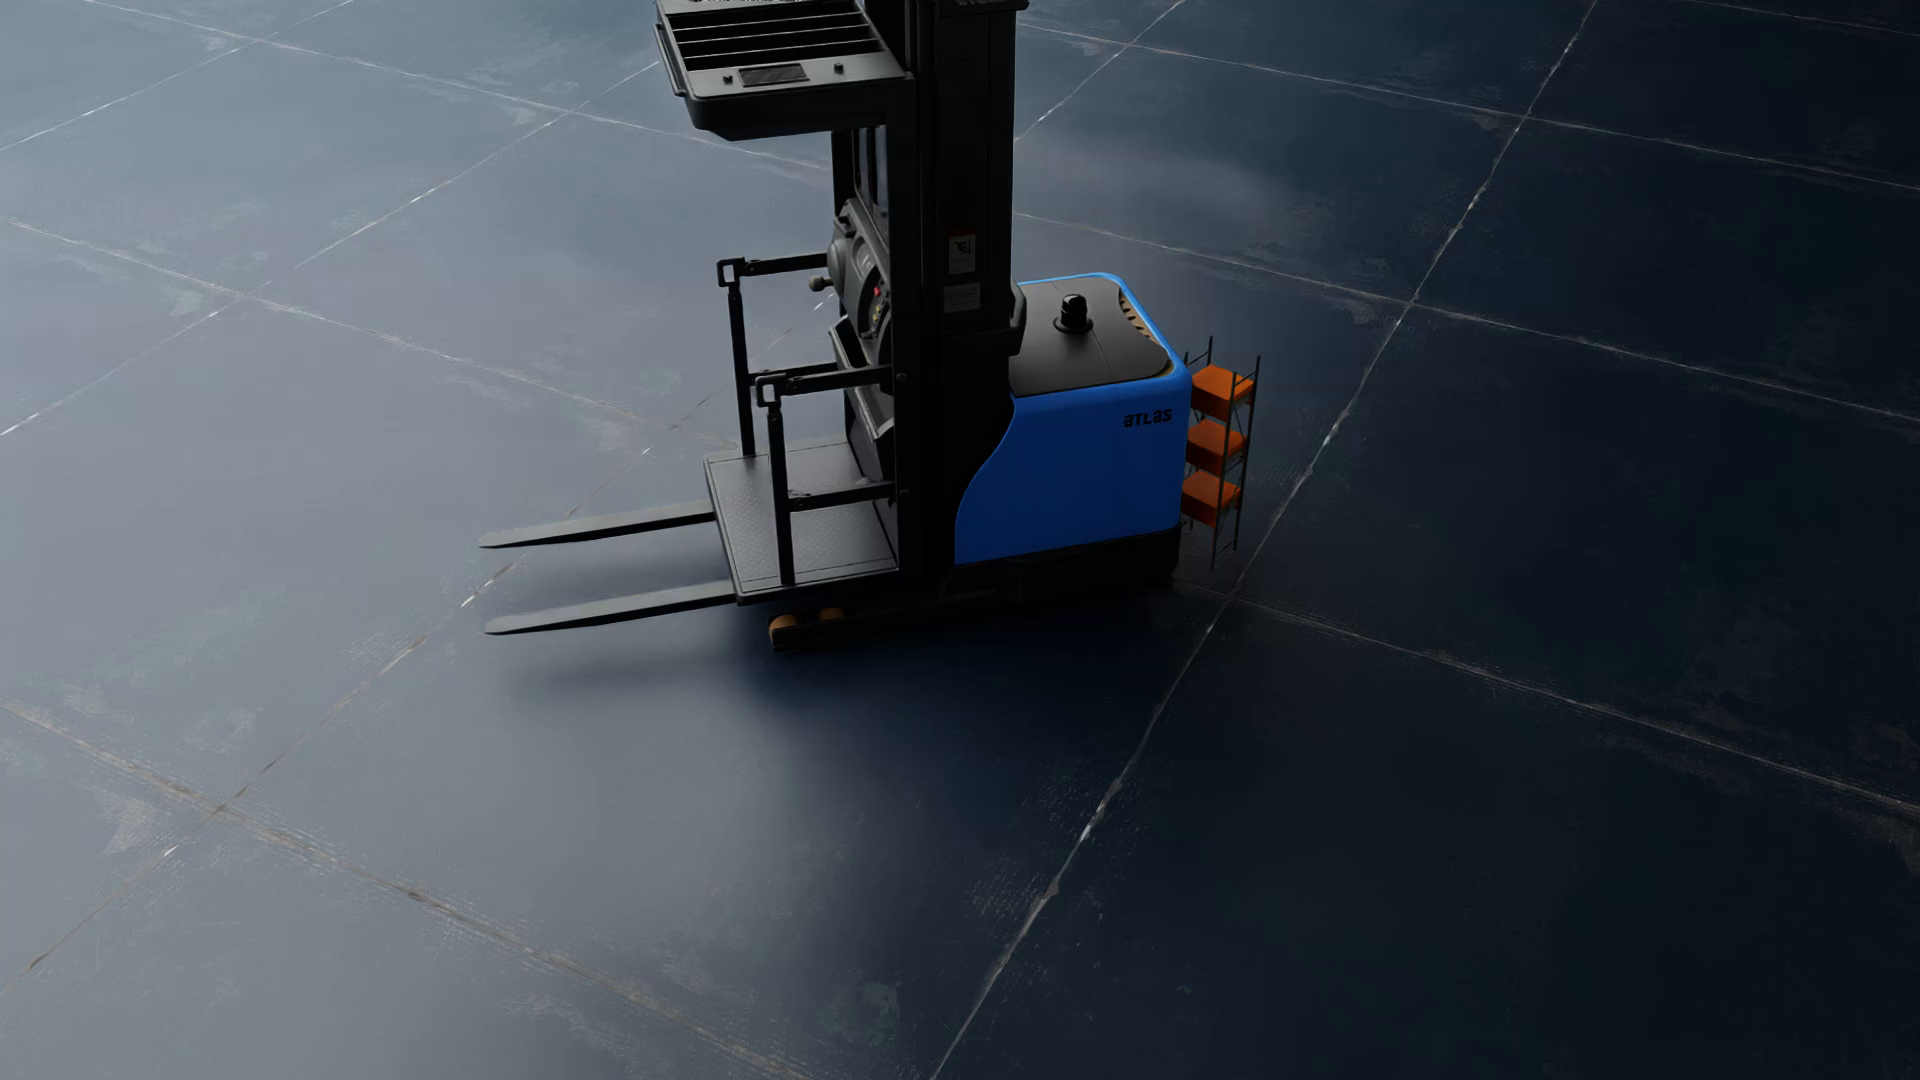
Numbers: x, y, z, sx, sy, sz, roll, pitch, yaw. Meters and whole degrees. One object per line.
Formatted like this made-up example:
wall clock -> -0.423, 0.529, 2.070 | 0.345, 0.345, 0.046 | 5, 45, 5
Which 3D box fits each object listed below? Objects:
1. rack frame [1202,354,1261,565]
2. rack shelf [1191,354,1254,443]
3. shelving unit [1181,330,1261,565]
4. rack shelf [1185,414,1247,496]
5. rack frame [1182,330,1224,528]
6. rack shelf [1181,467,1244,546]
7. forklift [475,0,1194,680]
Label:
rack frame -> 1.192, -0.336, 7.325 | 0.200, 1.050, 0.008 | -21, 42, -26
rack shelf -> 1.125, -0.616, 7.241 | 0.215, 0.259, 0.240 | -21, 42, -26
shelving unit -> 1.125, -0.398, 7.406 | 0.215, 1.050, 0.252 | -21, 42, -26
rack shelf -> 1.125, -0.390, 7.413 | 0.215, 0.259, 0.240 | -21, 42, -26
rack frame -> 1.059, -0.460, 7.488 | 0.200, 1.050, 0.008 | -21, 42, -26
rack shelf -> 1.125, -0.168, 7.581 | 0.215, 0.259, 0.240 | -21, 42, -26
forklift -> -0.560, -0.985, 6.623 | 3.031, 2.935, 1.130 | -15, 40, -19
